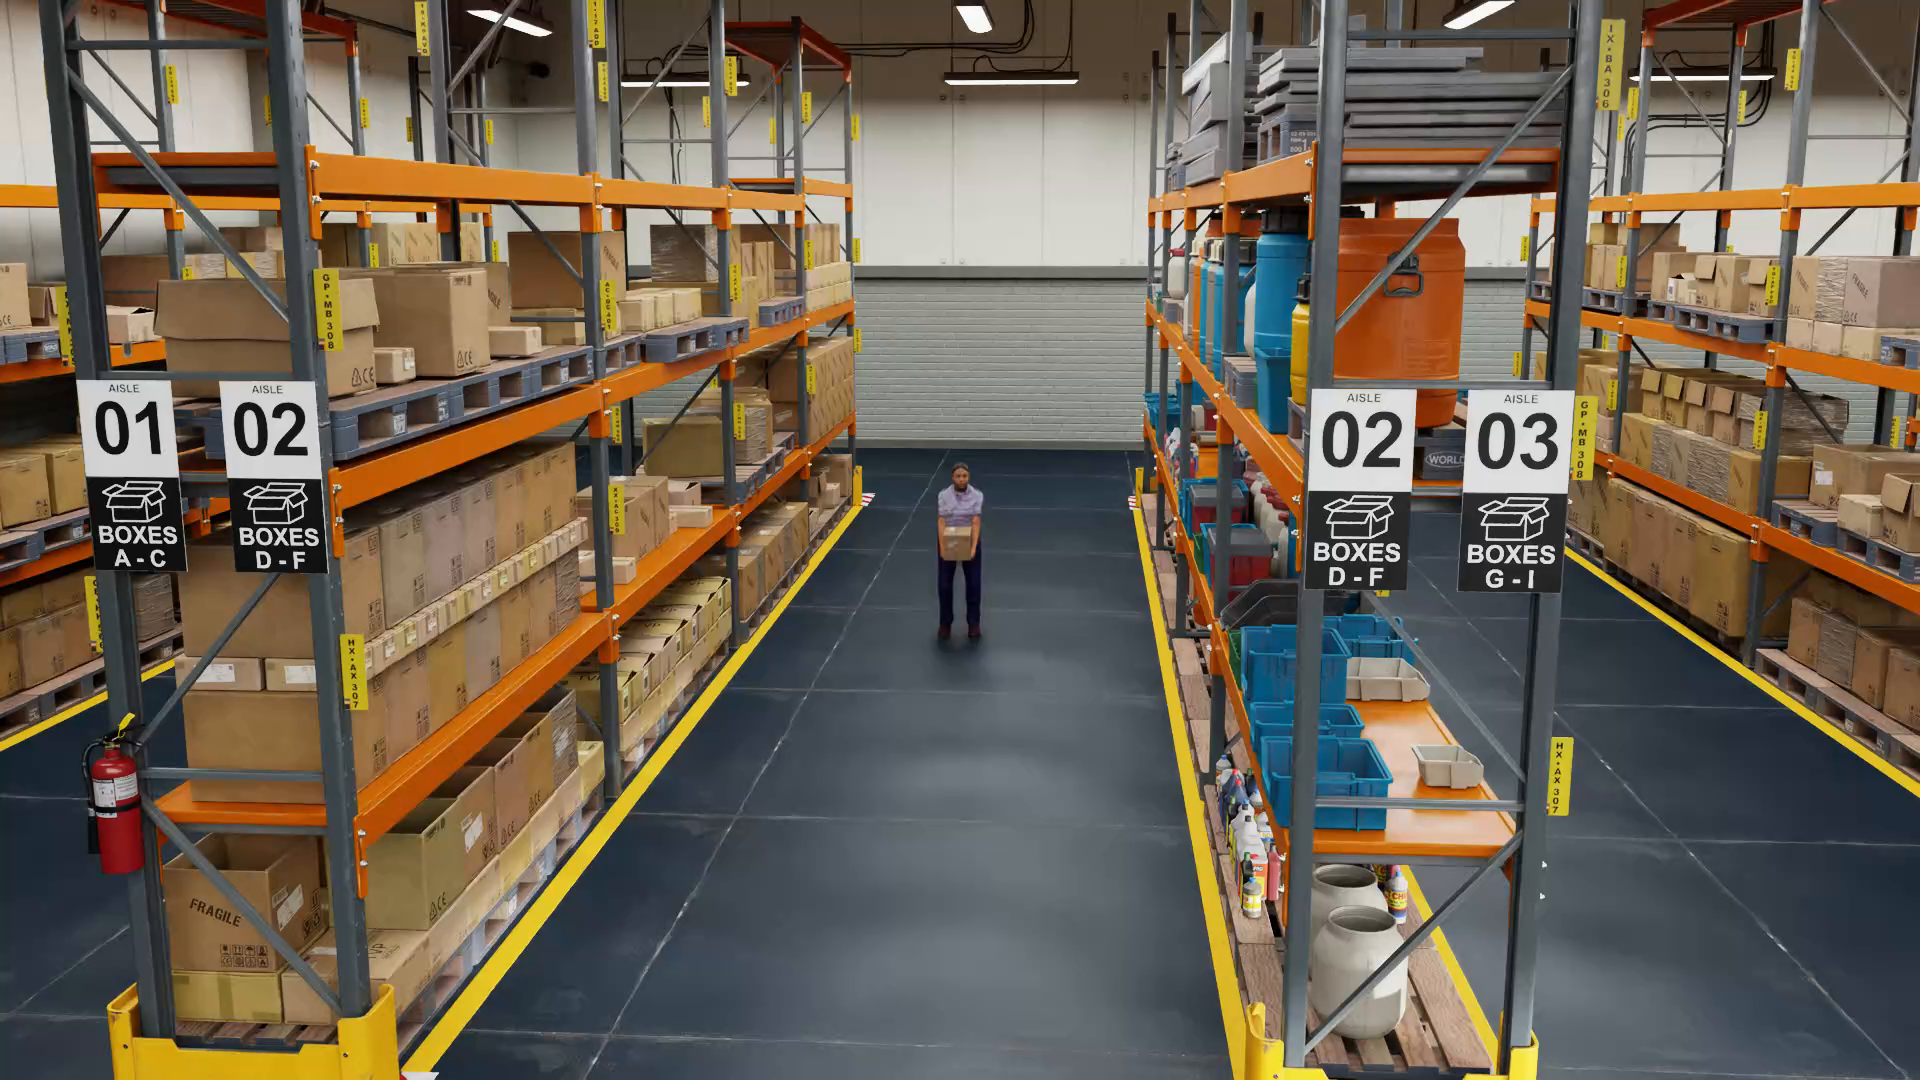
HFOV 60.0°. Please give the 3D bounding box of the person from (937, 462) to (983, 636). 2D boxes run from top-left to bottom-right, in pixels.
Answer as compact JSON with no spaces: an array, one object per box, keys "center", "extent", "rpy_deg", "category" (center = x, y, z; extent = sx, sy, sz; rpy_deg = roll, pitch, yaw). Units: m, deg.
[{"center":[-0.002,0.092,15.539],"extent":[0.435,1.639,0.544],"rpy_deg":[1,11,3],"category":"person"}]
